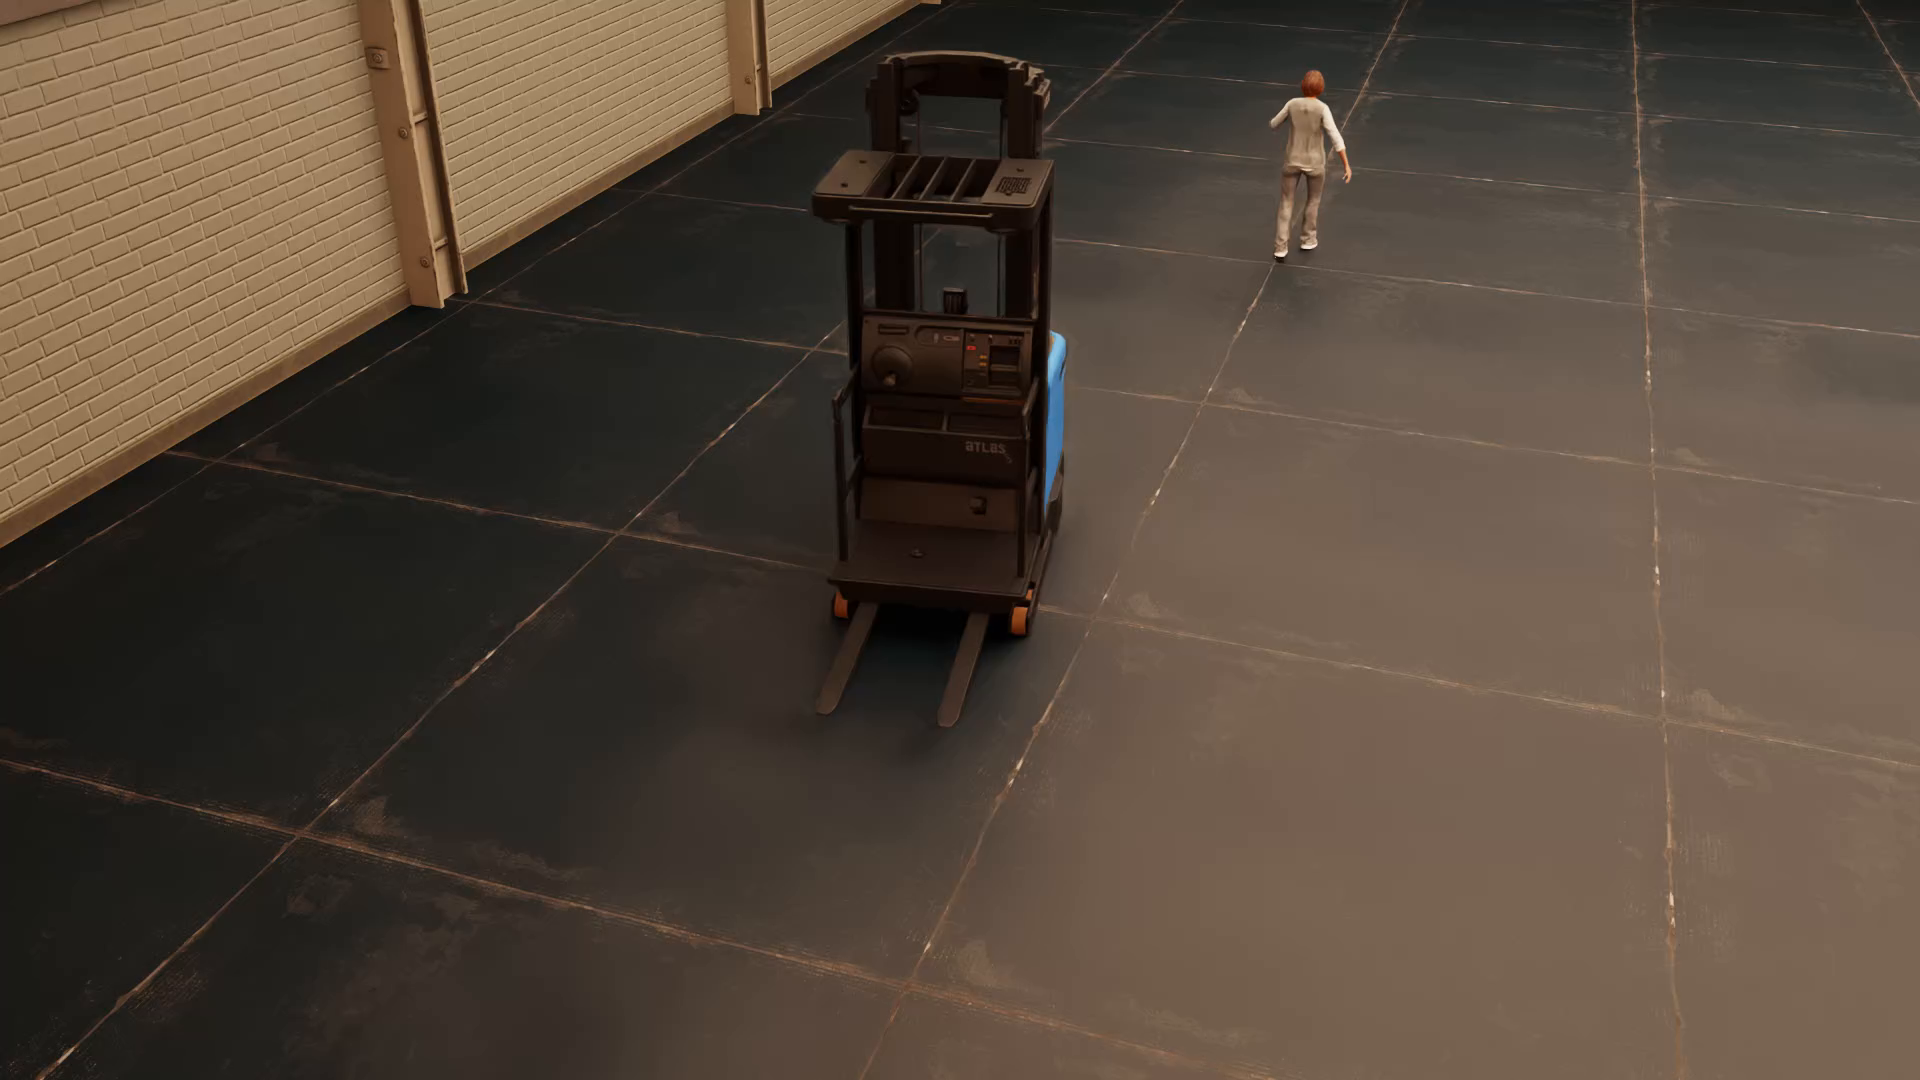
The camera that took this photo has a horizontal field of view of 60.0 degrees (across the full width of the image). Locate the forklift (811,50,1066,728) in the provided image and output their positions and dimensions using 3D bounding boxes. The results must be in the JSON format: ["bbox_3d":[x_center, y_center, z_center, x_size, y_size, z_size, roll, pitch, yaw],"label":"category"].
[{"bbox_3d":[-0.108,-0.940,8.785,1.130,2.935,3.031,5,30,9],"label":"forklift"}]

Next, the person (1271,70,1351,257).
[{"bbox_3d":[2.952,-3.188,14.119,0.817,1.571,0.706,13,32,22],"label":"person"}]
